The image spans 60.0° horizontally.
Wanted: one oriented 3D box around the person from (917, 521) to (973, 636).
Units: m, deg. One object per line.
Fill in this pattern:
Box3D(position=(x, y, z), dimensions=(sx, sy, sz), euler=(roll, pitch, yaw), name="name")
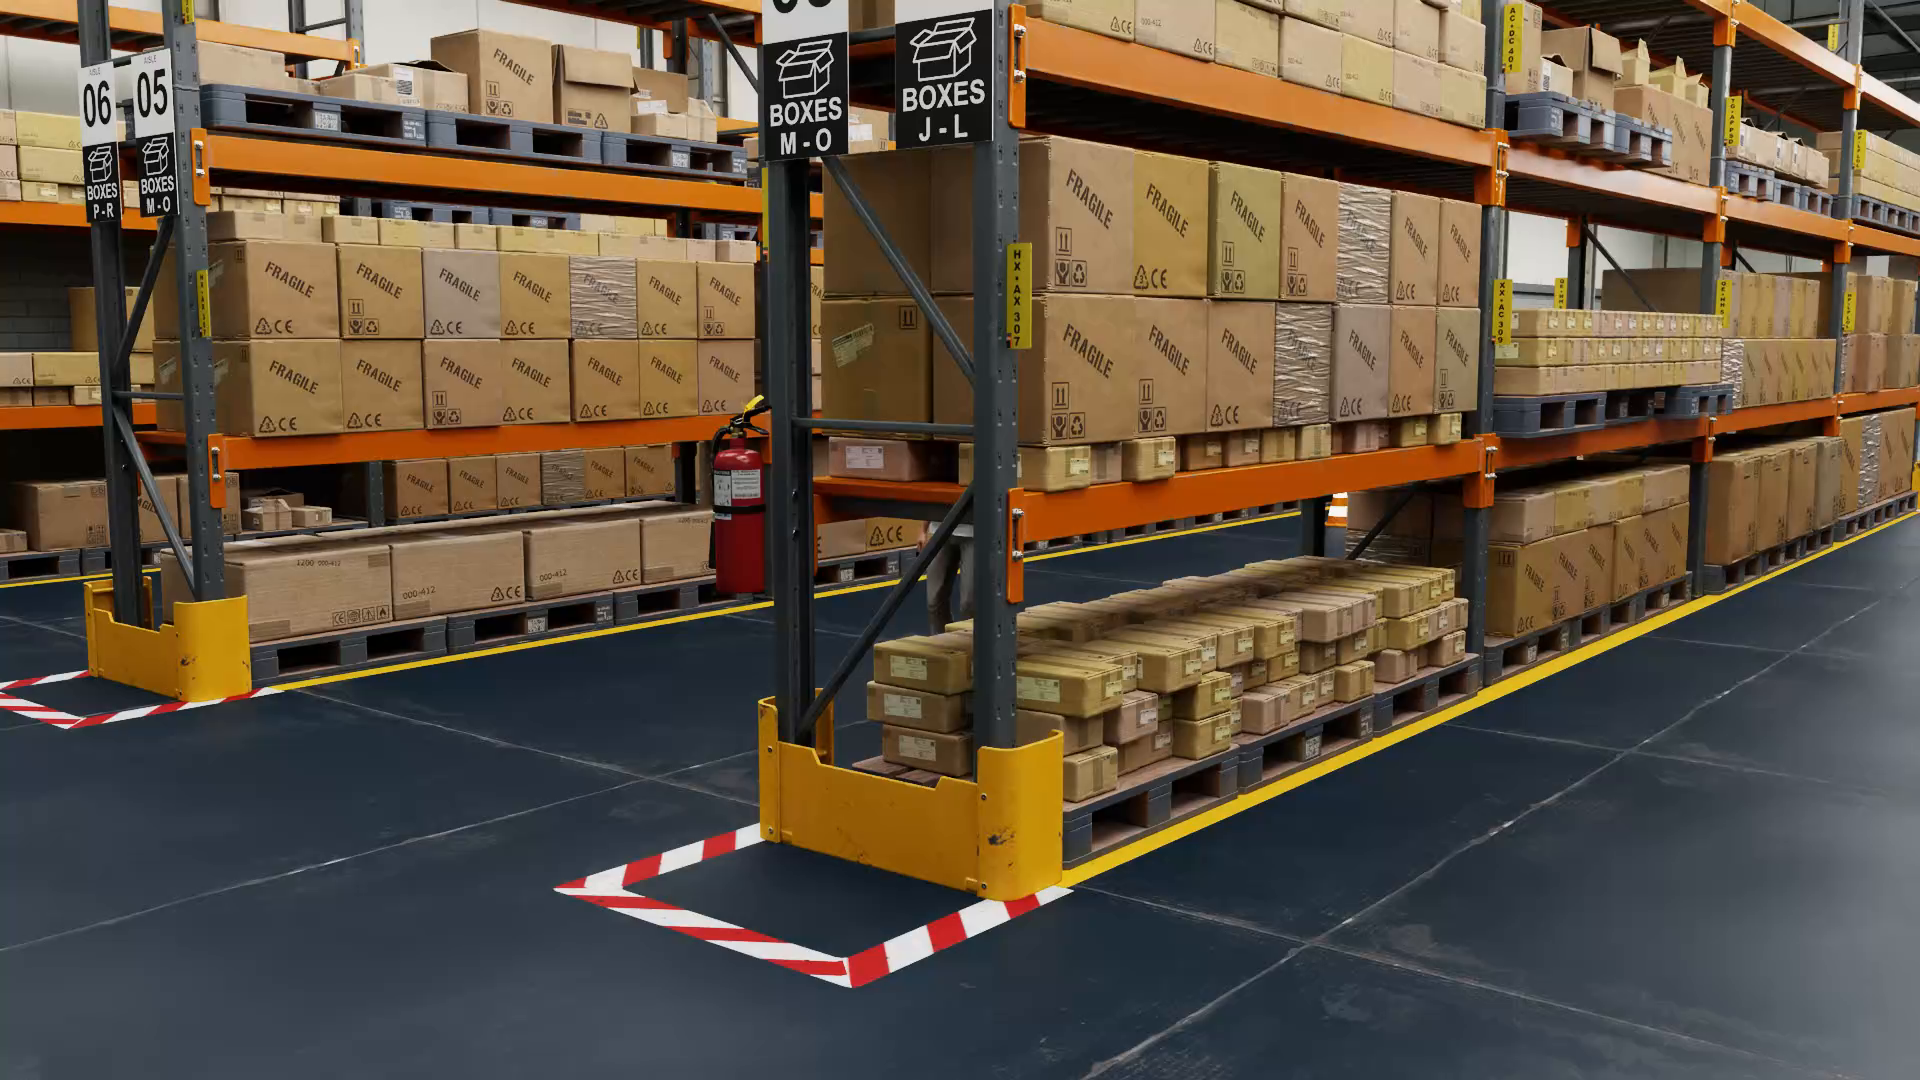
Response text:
Box3D(position=(-0.005, 0.004, 8.336), dimensions=(0.476, 1.592, 0.349), euler=(5, 9, 36), name="person")
